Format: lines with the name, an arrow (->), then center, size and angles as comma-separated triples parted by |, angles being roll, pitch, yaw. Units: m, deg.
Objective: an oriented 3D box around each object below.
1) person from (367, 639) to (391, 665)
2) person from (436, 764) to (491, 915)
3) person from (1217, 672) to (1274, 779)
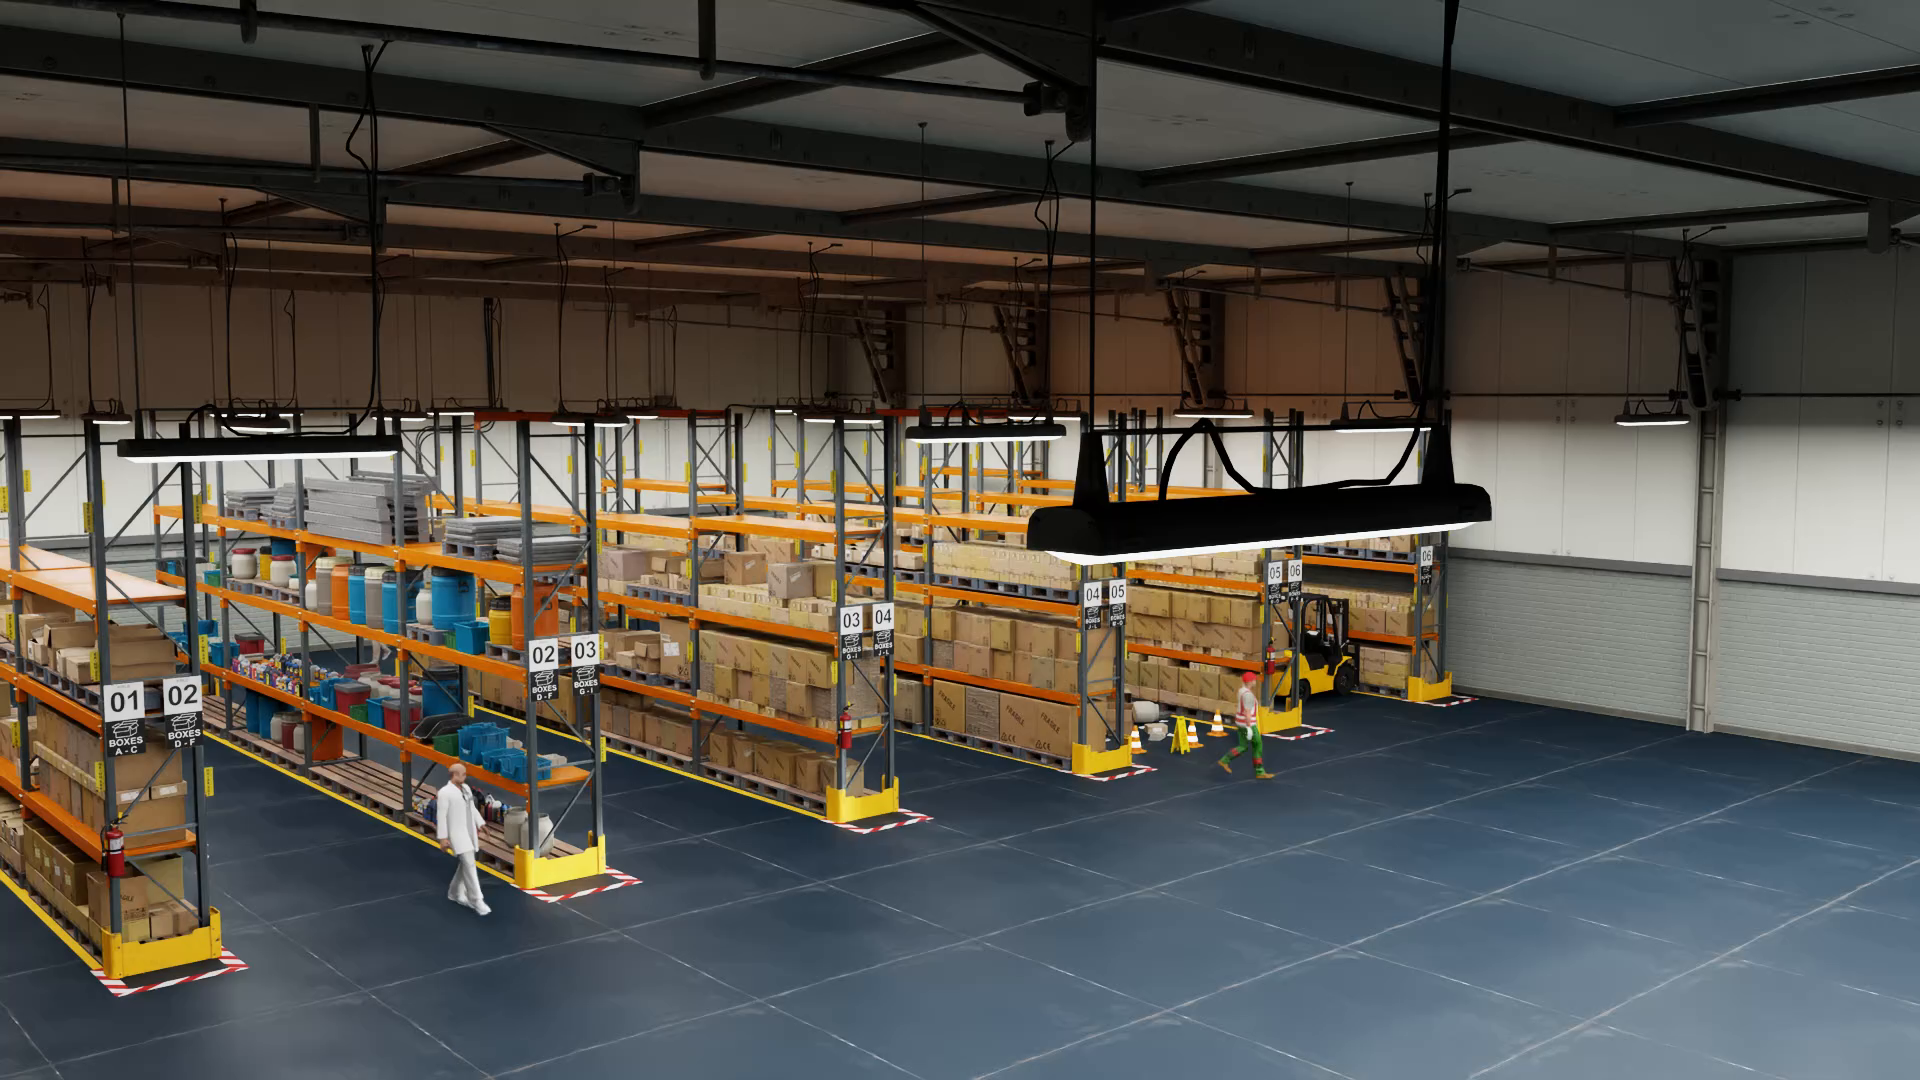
person -> -13.596, 2.058, 38.963 | 0.572, 1.697, 0.886 | 2, 5, 23
person -> -6.044, 3.722, 20.512 | 0.820, 1.672, 0.630 | 2, 5, 19
person -> 4.697, 3.043, 27.377 | 0.910, 1.764, 0.612 | -1, 5, -6
